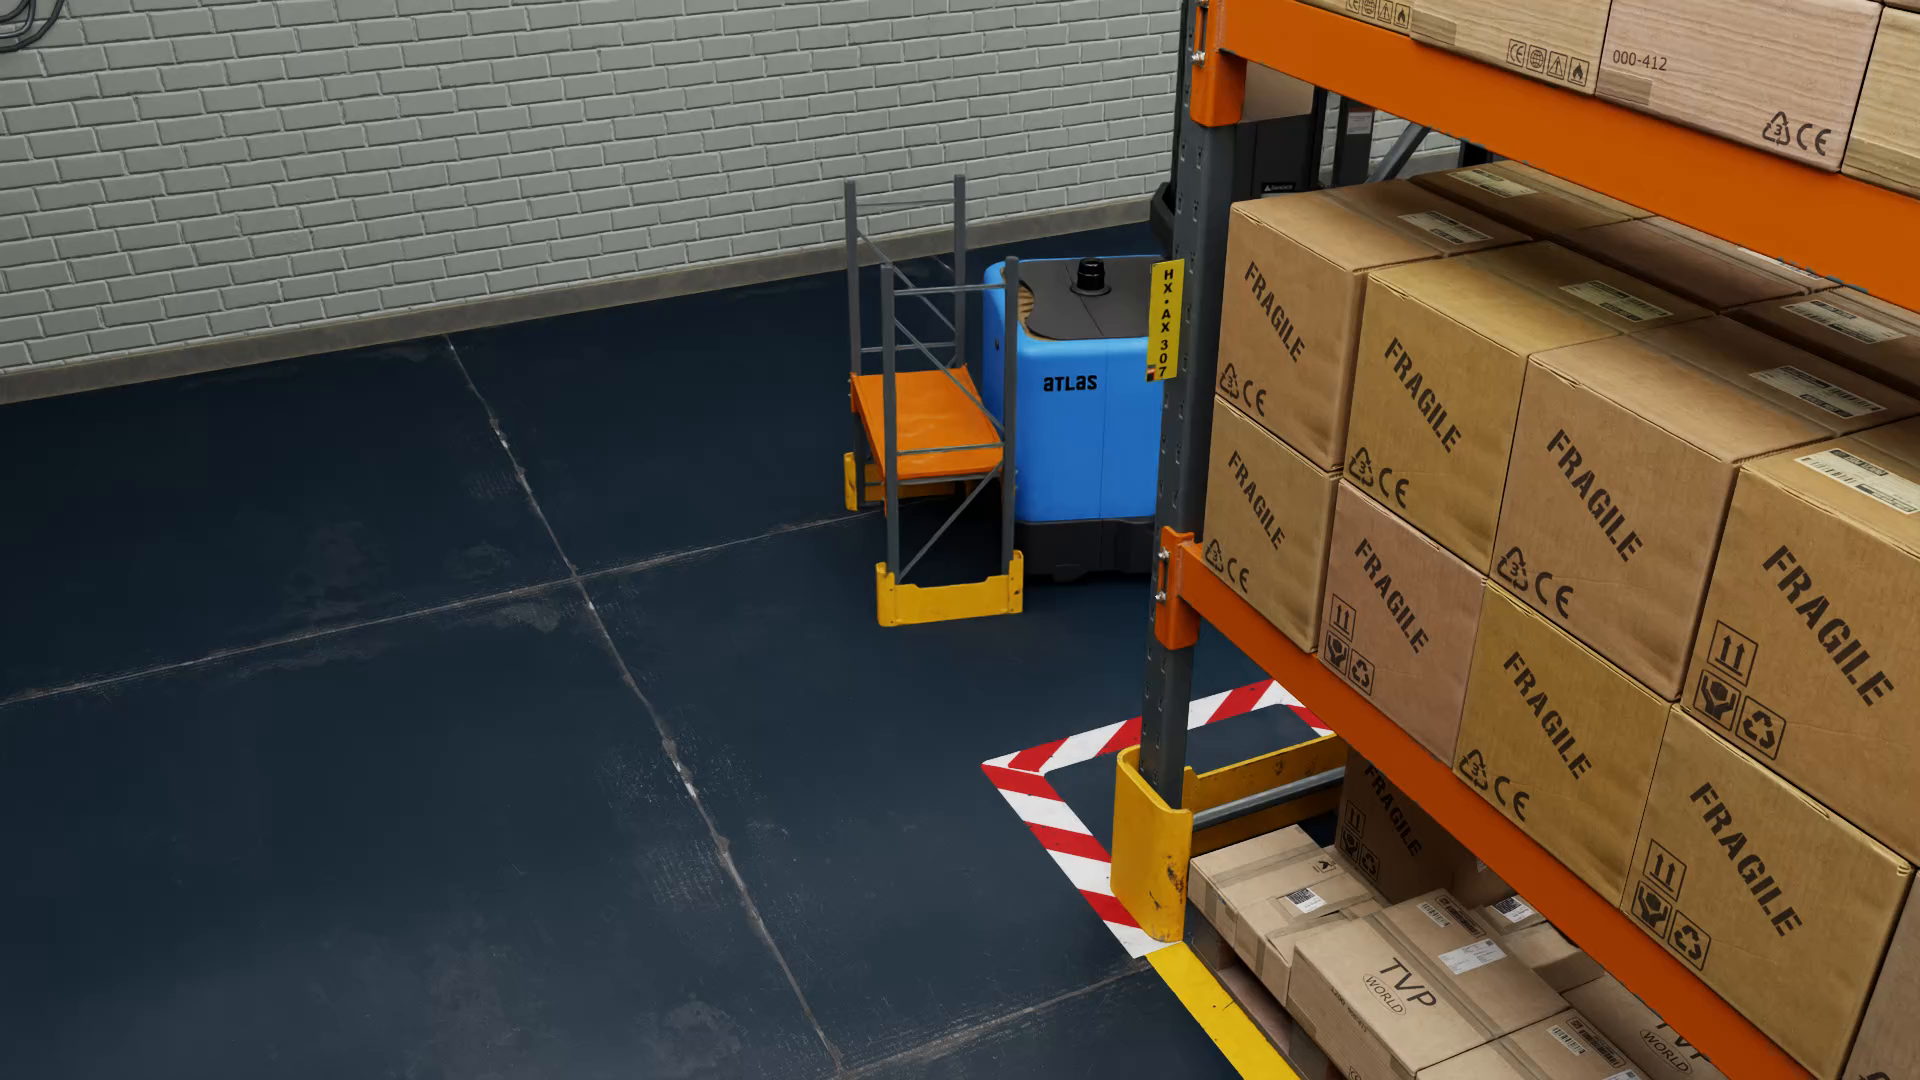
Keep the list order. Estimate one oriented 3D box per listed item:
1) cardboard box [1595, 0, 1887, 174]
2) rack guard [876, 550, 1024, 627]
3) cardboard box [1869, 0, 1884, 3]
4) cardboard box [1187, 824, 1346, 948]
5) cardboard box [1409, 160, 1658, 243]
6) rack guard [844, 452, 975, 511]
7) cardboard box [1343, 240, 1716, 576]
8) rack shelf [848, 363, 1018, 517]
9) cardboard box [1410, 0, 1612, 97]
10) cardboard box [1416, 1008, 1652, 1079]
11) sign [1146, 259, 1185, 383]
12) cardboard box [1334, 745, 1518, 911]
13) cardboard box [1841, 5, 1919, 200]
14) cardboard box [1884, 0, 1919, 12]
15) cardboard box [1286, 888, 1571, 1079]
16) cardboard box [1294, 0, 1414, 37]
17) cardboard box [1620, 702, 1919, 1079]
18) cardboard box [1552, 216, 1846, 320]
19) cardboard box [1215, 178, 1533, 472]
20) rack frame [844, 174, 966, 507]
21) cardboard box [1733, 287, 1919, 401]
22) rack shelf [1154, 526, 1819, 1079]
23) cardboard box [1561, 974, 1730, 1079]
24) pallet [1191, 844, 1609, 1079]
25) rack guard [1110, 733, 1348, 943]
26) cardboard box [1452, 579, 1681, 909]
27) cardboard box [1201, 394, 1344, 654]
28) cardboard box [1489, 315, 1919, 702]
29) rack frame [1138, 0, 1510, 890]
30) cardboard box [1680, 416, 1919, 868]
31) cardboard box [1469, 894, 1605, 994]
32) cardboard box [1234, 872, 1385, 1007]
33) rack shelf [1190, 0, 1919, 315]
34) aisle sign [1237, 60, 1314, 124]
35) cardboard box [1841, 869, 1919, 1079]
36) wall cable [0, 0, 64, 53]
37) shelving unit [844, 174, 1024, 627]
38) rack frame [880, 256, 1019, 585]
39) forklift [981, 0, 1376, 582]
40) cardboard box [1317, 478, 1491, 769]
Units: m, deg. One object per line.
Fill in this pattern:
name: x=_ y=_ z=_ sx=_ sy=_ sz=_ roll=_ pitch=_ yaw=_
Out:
cardboard box: x=1.434 y=-0.821 z=2.734 sx=0.500 sy=0.250 sz=0.500 roll=-13 pitch=32 yaw=-22
rack guard: x=-0.040 y=0.193 z=6.650 sx=0.587 sy=0.250 sz=0.087 roll=-5 pitch=30 yaw=-9
cardboard box: x=1.438 y=-1.040 z=2.614 sx=0.500 sy=0.250 sz=0.500 roll=-13 pitch=32 yaw=-22
cardboard box: x=0.893 y=1.006 z=4.854 sx=0.380 sy=0.149 sz=0.250 roll=-13 pitch=32 yaw=-22
cardboard box: x=1.463 y=-0.644 z=4.206 sx=0.500 sy=0.500 sz=0.500 roll=-13 pitch=32 yaw=-22
rack guard: x=-0.225 y=-0.286 z=7.504 sx=0.587 sy=0.250 sz=0.087 roll=-5 pitch=30 yaw=-9
cardboard box: x=1.207 y=-0.302 z=3.597 sx=0.500 sy=0.500 sz=0.500 roll=-13 pitch=32 yaw=-21
rack shelf: x=-0.131 y=-0.430 z=6.852 sx=0.538 sy=0.185 sz=1.000 roll=-5 pitch=30 yaw=-9
cardboard box: x=1.218 y=-1.042 z=3.127 sx=0.500 sy=0.250 sz=0.500 roll=-13 pitch=32 yaw=-22
cardboard box: x=1.430 y=1.446 z=3.966 sx=0.500 sy=0.250 sz=0.500 roll=-13 pitch=32 yaw=-22
sign: x=0.534 y=-0.566 z=4.308 sx=0.100 sy=0.325 sz=0.005 roll=-13 pitch=32 yaw=-22
cardboard box: x=1.480 y=0.784 z=4.891 sx=0.500 sy=0.500 sz=0.500 roll=-13 pitch=32 yaw=-22
cardboard box: x=1.654 y=-0.602 z=2.343 sx=0.500 sy=0.250 sz=0.500 roll=-13 pitch=32 yaw=-22
cardboard box: x=1.649 y=-0.819 z=2.218 sx=0.500 sy=0.250 sz=0.500 roll=-13 pitch=32 yaw=-22
cardboard box: x=1.216 y=1.225 z=4.360 sx=0.500 sy=0.250 sz=0.500 roll=-13 pitch=32 yaw=-22
cardboard box: x=1.015 y=-1.265 z=3.526 sx=0.500 sy=0.250 sz=0.500 roll=-13 pitch=32 yaw=-22
cardboard box: x=1.628 y=0.575 z=3.055 sx=0.500 sy=0.500 sz=0.500 roll=-13 pitch=32 yaw=-21
cardboard box: x=1.681 y=-0.421 z=3.809 sx=0.500 sy=0.500 sz=0.500 roll=-12 pitch=32 yaw=-21
cardboard box: x=0.976 y=-0.531 z=4.006 sx=0.500 sy=0.500 sz=0.500 roll=-12 pitch=31 yaw=-20
rack frame: x=-0.225 y=-0.831 z=7.199 sx=0.500 sy=1.500 sz=0.032 roll=-5 pitch=30 yaw=-9
cardboard box: x=1.908 y=-0.193 z=3.402 sx=0.500 sy=0.500 sz=0.500 roll=-12 pitch=32 yaw=-21
rack shelf: x=1.882 y=0.895 z=3.323 sx=1.077 sy=0.370 sz=4.000 roll=-13 pitch=32 yaw=-22
cardboard box: x=1.860 y=1.319 z=4.192 sx=0.500 sy=0.250 sz=0.500 roll=-13 pitch=32 yaw=-22
pallet: x=1.399 y=1.299 z=4.718 sx=1.003 sy=0.211 sz=1.213 roll=-13 pitch=32 yaw=-22
rack guard: x=1.056 y=0.821 z=5.275 sx=1.175 sy=0.500 sz=0.348 roll=-13 pitch=32 yaw=-22
cardboard box: x=1.415 y=0.354 z=3.449 sx=0.500 sy=0.500 sz=0.500 roll=-13 pitch=32 yaw=-22
cardboard box: x=0.976 y=-0.095 z=4.250 sx=0.500 sy=0.500 sz=0.500 roll=-12 pitch=32 yaw=-21
cardboard box: x=1.418 y=-0.080 z=3.201 sx=0.500 sy=0.500 sz=0.500 roll=-13 pitch=32 yaw=-21
rack frame: x=1.024 y=-0.303 z=4.723 sx=1.000 sy=3.000 sz=0.127 roll=-13 pitch=32 yaw=-22
cardboard box: x=1.636 y=0.144 z=2.801 sx=0.500 sy=0.500 sz=0.500 roll=-13 pitch=32 yaw=-22
cardboard box: x=1.572 y=1.127 z=4.620 sx=0.380 sy=0.166 sz=0.250 roll=-13 pitch=32 yaw=-22
cardboard box: x=1.000 y=1.109 z=4.653 sx=0.380 sy=0.166 sz=0.250 roll=-13 pitch=32 yaw=-22
rack shelf: x=1.882 y=-0.414 z=2.590 sx=1.077 sy=0.370 sz=4.000 roll=-13 pitch=32 yaw=-22
aisle sign: x=0.729 y=-1.405 z=4.031 sx=0.394 sy=0.787 sz=0.004 roll=-13 pitch=32 yaw=-22
cardboard box: x=1.849 y=0.800 z=2.655 sx=0.500 sy=0.500 sz=0.500 roll=-12 pitch=32 yaw=-21
wall cable: x=-5.554 y=-3.097 z=6.747 sx=3.097 sy=2.526 sz=0.112 roll=-13 pitch=32 yaw=-22
shelving unit: x=-0.132 y=-0.591 z=6.771 sx=0.587 sy=1.500 sz=1.083 roll=-5 pitch=30 yaw=-9
rack frame: x=-0.036 y=-0.343 z=6.328 sx=0.500 sy=1.500 sz=0.032 roll=-5 pitch=30 yaw=-9
forklift: x=1.643 y=-1.408 z=6.764 sx=3.031 sy=2.935 sz=1.130 roll=-3 pitch=29 yaw=-6
cardboard box: x=1.202 y=0.132 z=3.846 sx=0.500 sy=0.500 sz=0.500 roll=-13 pitch=32 yaw=-22
